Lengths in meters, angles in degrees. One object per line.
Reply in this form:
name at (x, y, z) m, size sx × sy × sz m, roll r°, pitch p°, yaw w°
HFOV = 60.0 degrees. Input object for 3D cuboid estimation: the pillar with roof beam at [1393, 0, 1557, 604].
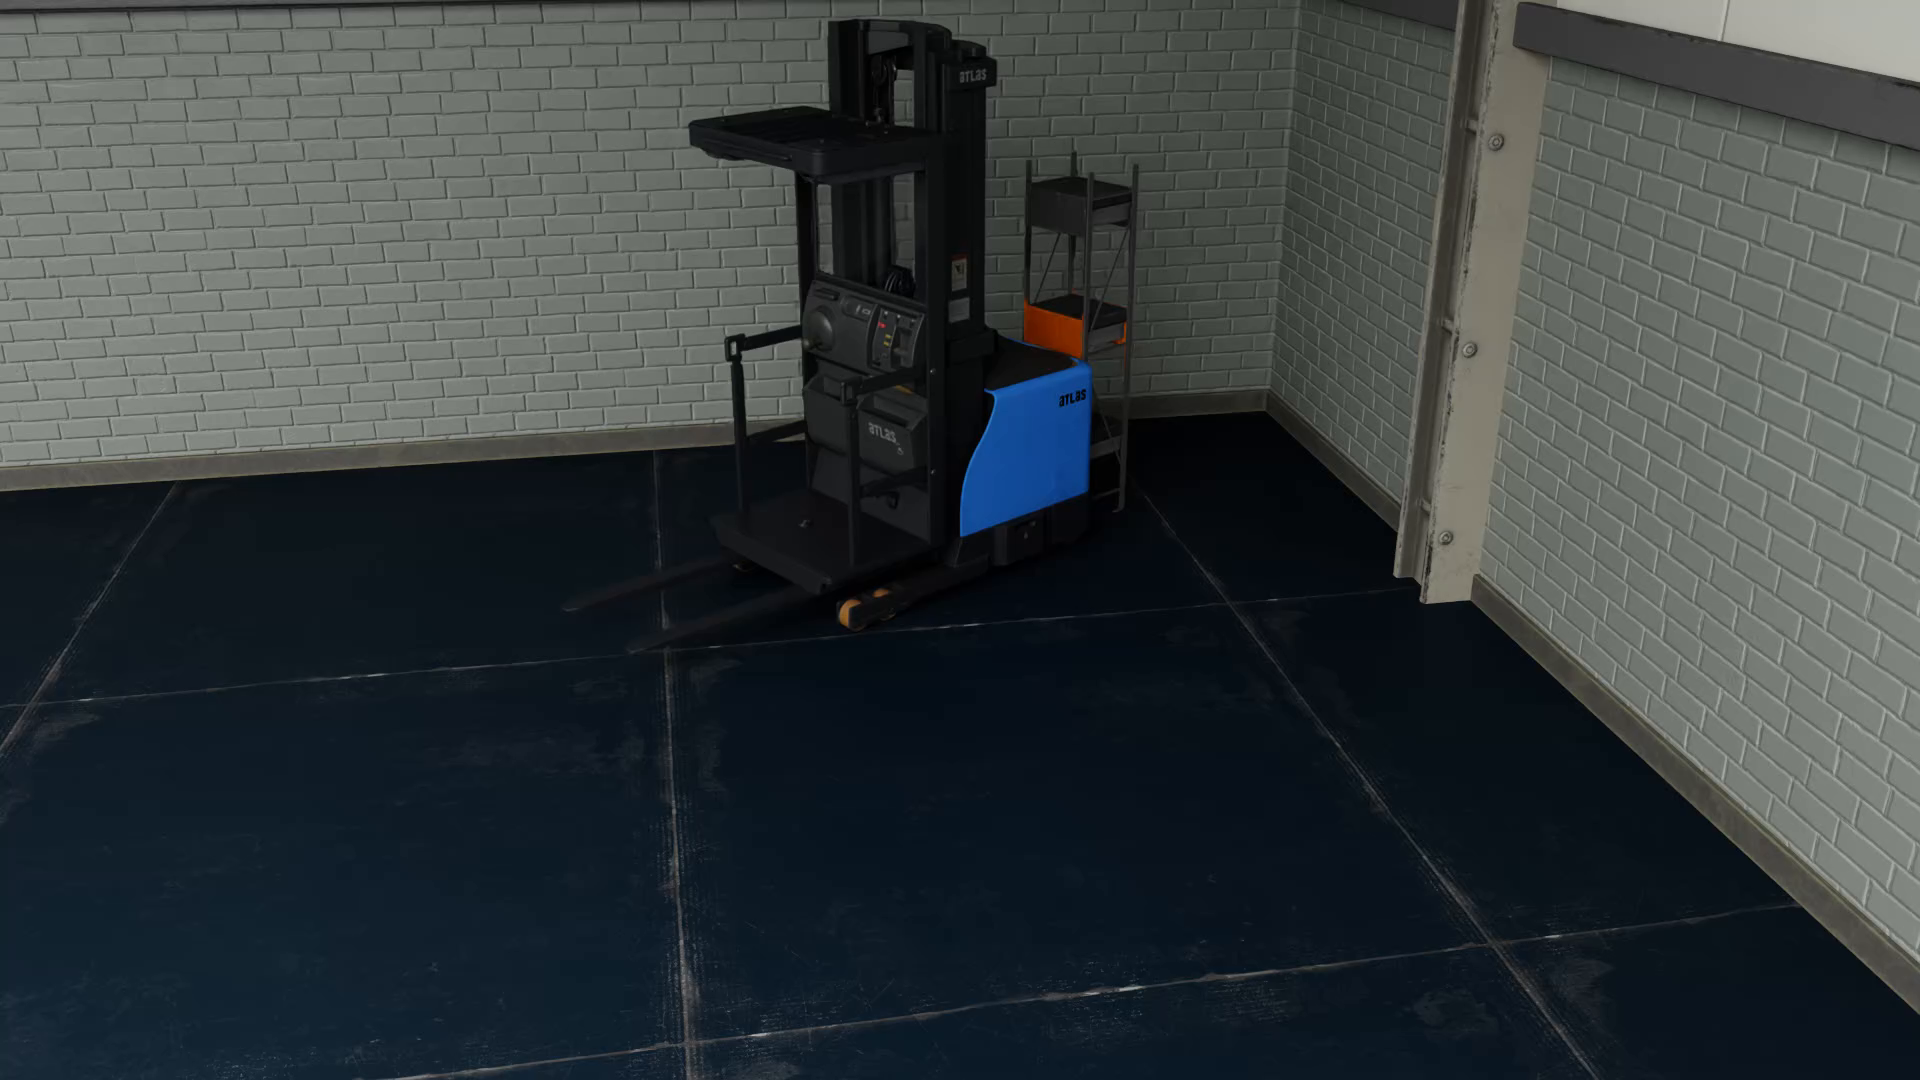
pillar with roof beam at (-1.619, -3.550, 6.635) m, size 9.100 × 9.000 × 0.400 m, roll -4°, pitch 24°, yaw -10°

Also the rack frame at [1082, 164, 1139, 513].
rack frame at (0.853, -1.099, 9.644) m, size 0.400 × 2.100 × 0.015 m, roll -20°, pitch 30°, yaw -38°

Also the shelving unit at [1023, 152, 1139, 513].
shelving unit at (0.690, -1.172, 9.810) m, size 0.431 × 2.100 × 0.503 m, roll -20°, pitch 30°, yaw -38°

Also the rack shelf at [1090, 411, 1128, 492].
rack shelf at (0.690, -0.518, 10.096) m, size 0.431 × 0.518 × 0.480 m, roll -20°, pitch 30°, yaw -38°

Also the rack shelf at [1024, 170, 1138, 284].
rack shelf at (0.690, -1.801, 9.536) m, size 0.431 × 0.518 × 0.480 m, roll -20°, pitch 30°, yaw -38°

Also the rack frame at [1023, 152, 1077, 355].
rack frame at (0.527, -1.245, 9.977) m, size 0.400 × 2.100 × 0.015 m, roll -20°, pitch 30°, yaw -38°

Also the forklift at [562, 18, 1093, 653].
forklift at (-0.668, -1.104, 8.615) m, size 3.031 × 2.935 × 1.130 m, roll -20°, pitch 30°, yaw -38°

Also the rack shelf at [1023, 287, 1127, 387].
rack shelf at (0.690, -1.160, 9.816) m, size 0.431 × 0.518 × 0.480 m, roll -20°, pitch 30°, yaw -38°
